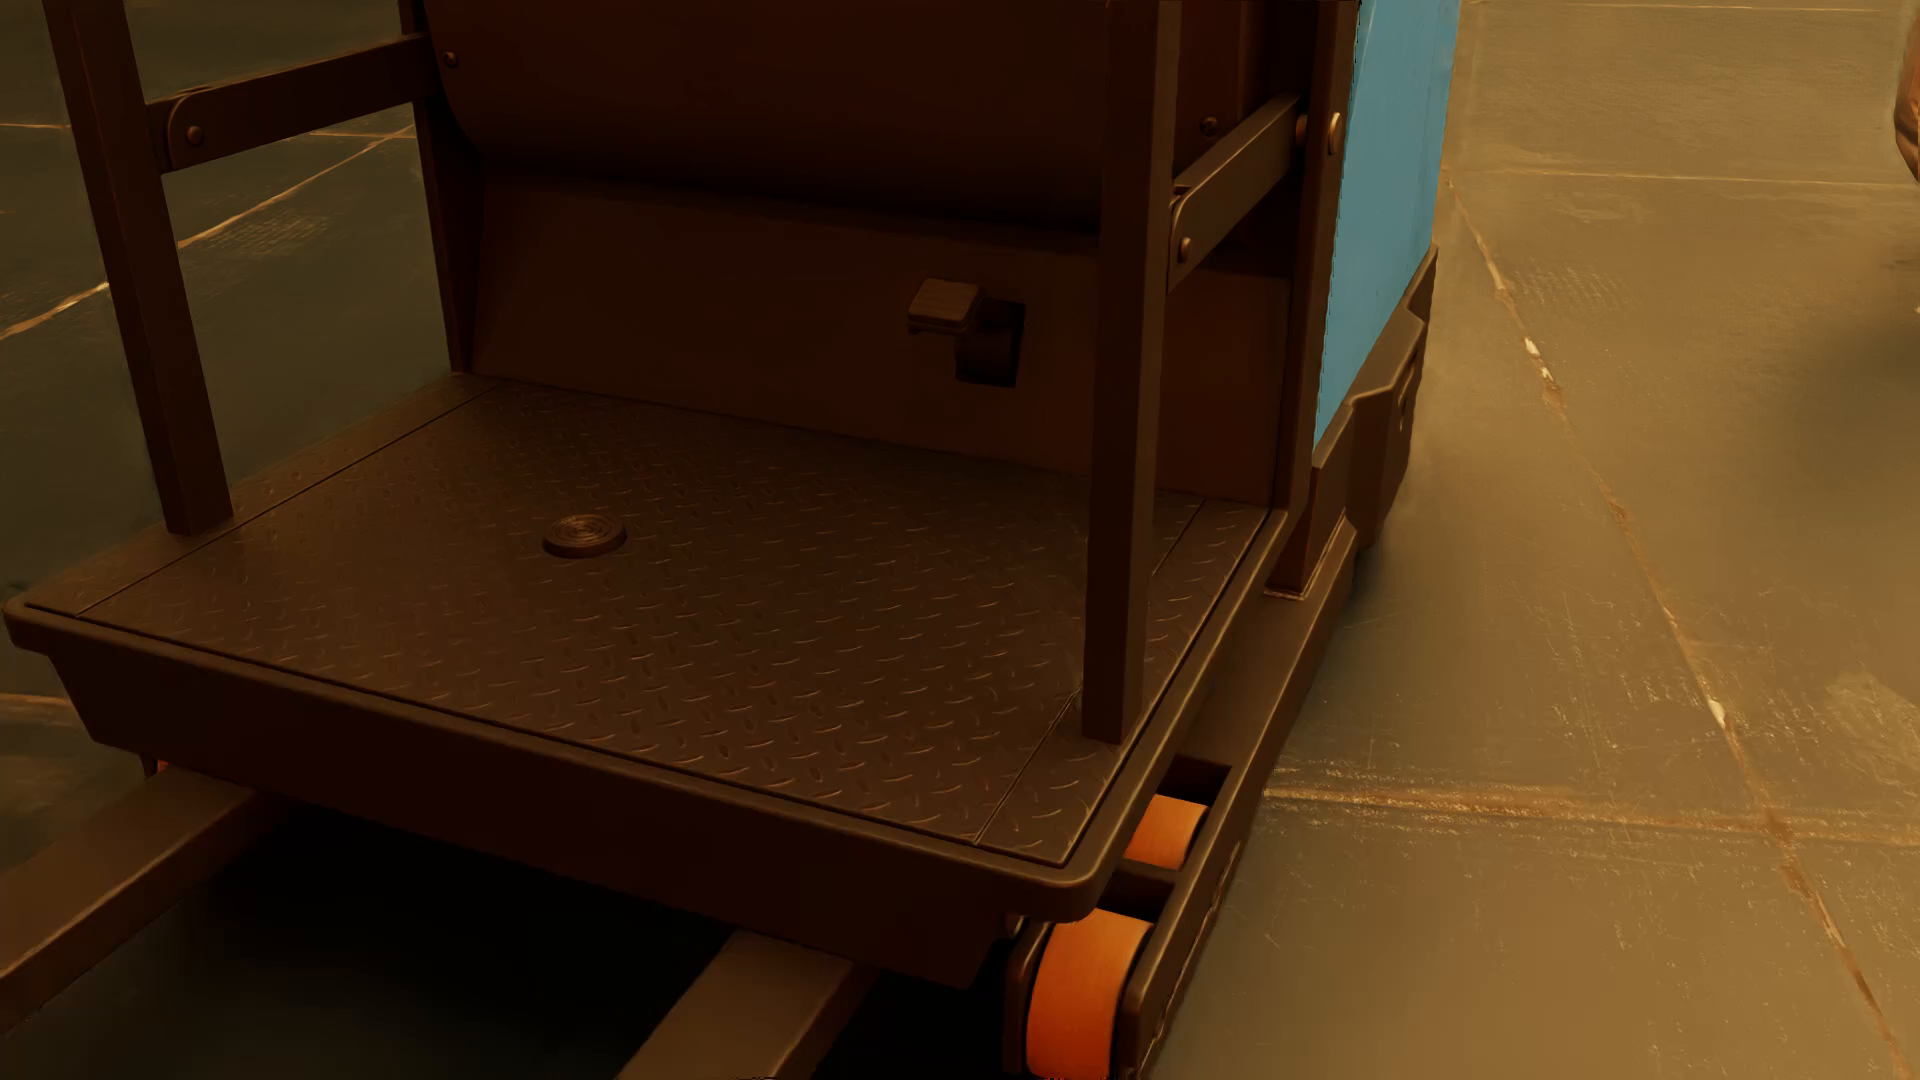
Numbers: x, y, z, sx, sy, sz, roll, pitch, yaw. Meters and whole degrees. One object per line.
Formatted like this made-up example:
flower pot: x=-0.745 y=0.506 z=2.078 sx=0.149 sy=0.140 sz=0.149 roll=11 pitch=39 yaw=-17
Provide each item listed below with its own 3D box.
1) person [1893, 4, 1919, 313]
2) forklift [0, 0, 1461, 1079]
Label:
person: x=2.036 y=-1.194 z=3.220 sx=1.059 sy=1.604 sz=0.550 roll=1 pitch=27 yaw=2
forklift: x=-0.229 y=-1.029 z=1.279 sx=1.130 sy=2.935 sz=3.031 roll=11 pitch=28 yaw=20
